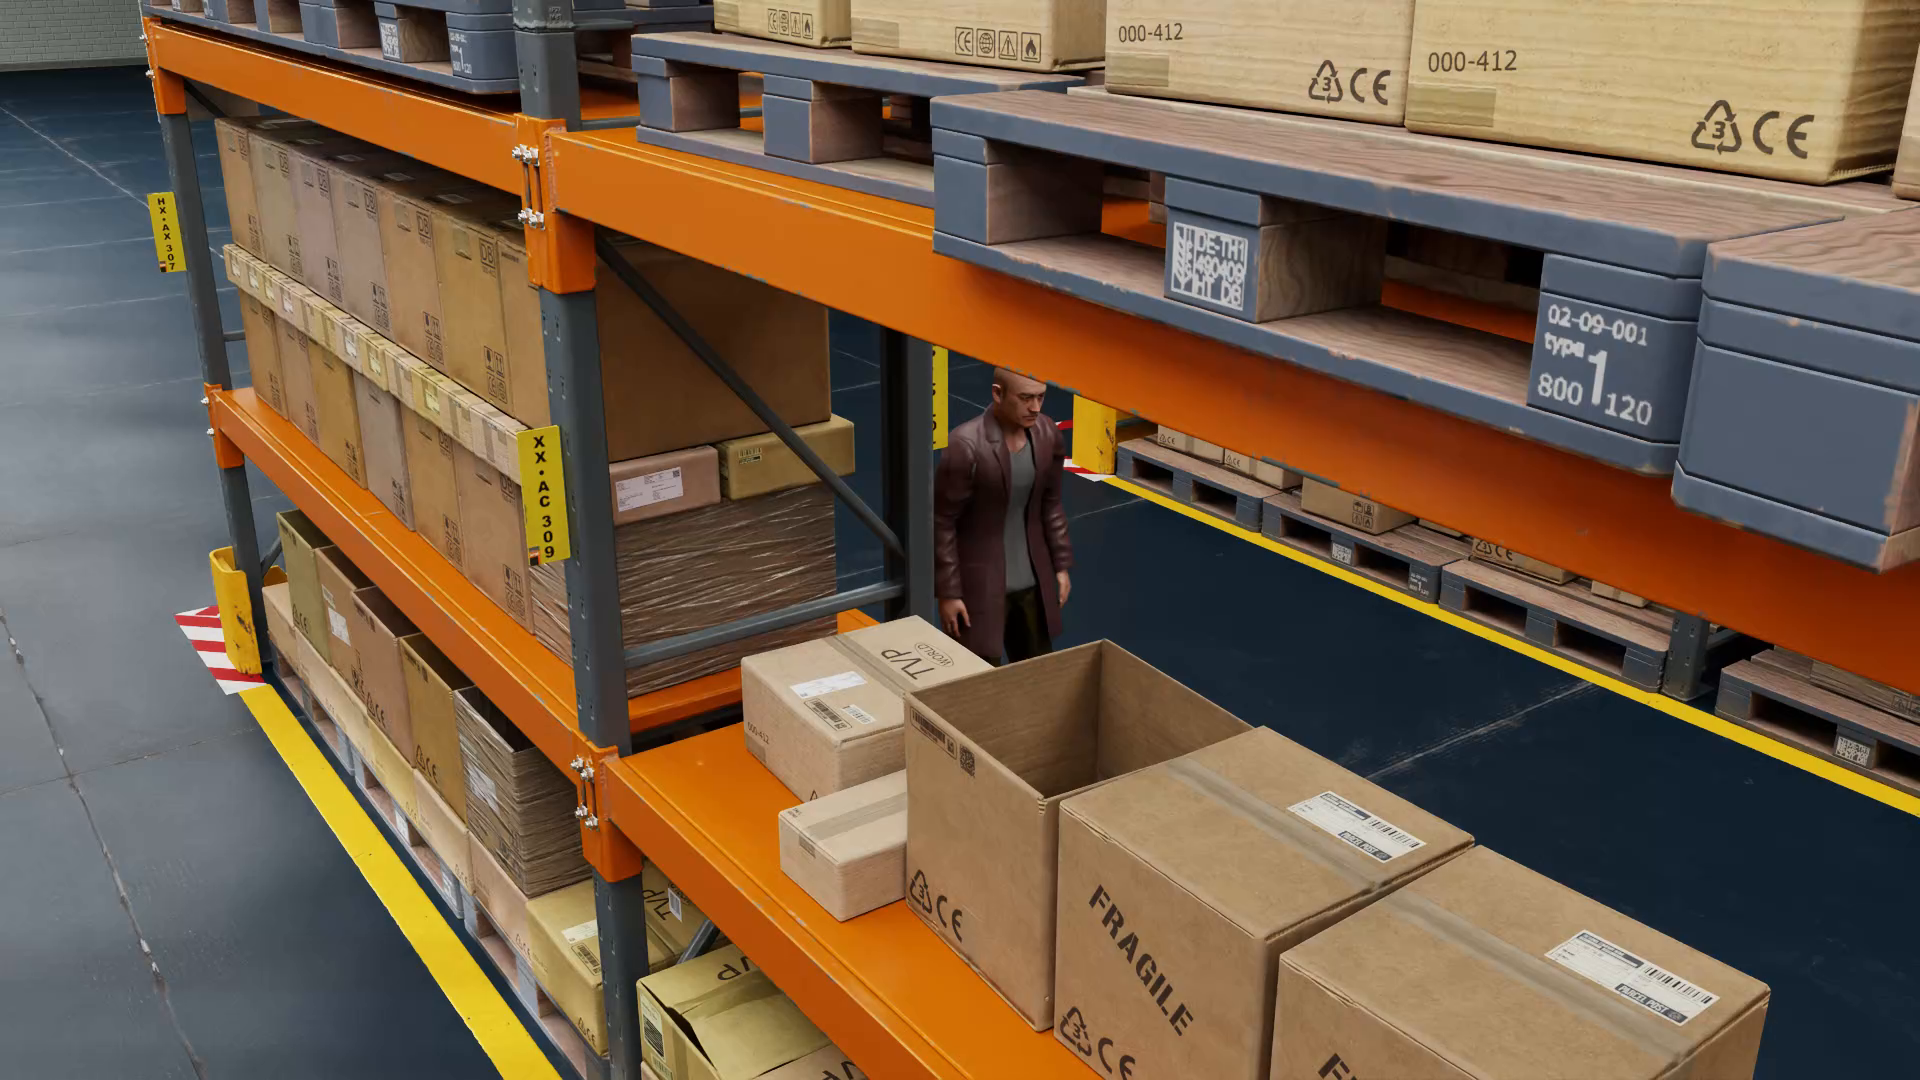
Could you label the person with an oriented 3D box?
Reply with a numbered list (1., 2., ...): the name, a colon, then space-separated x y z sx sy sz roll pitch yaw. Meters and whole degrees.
1. person: 0.161 0.165 6.177 0.641 1.773 0.428 -14 25 -33
